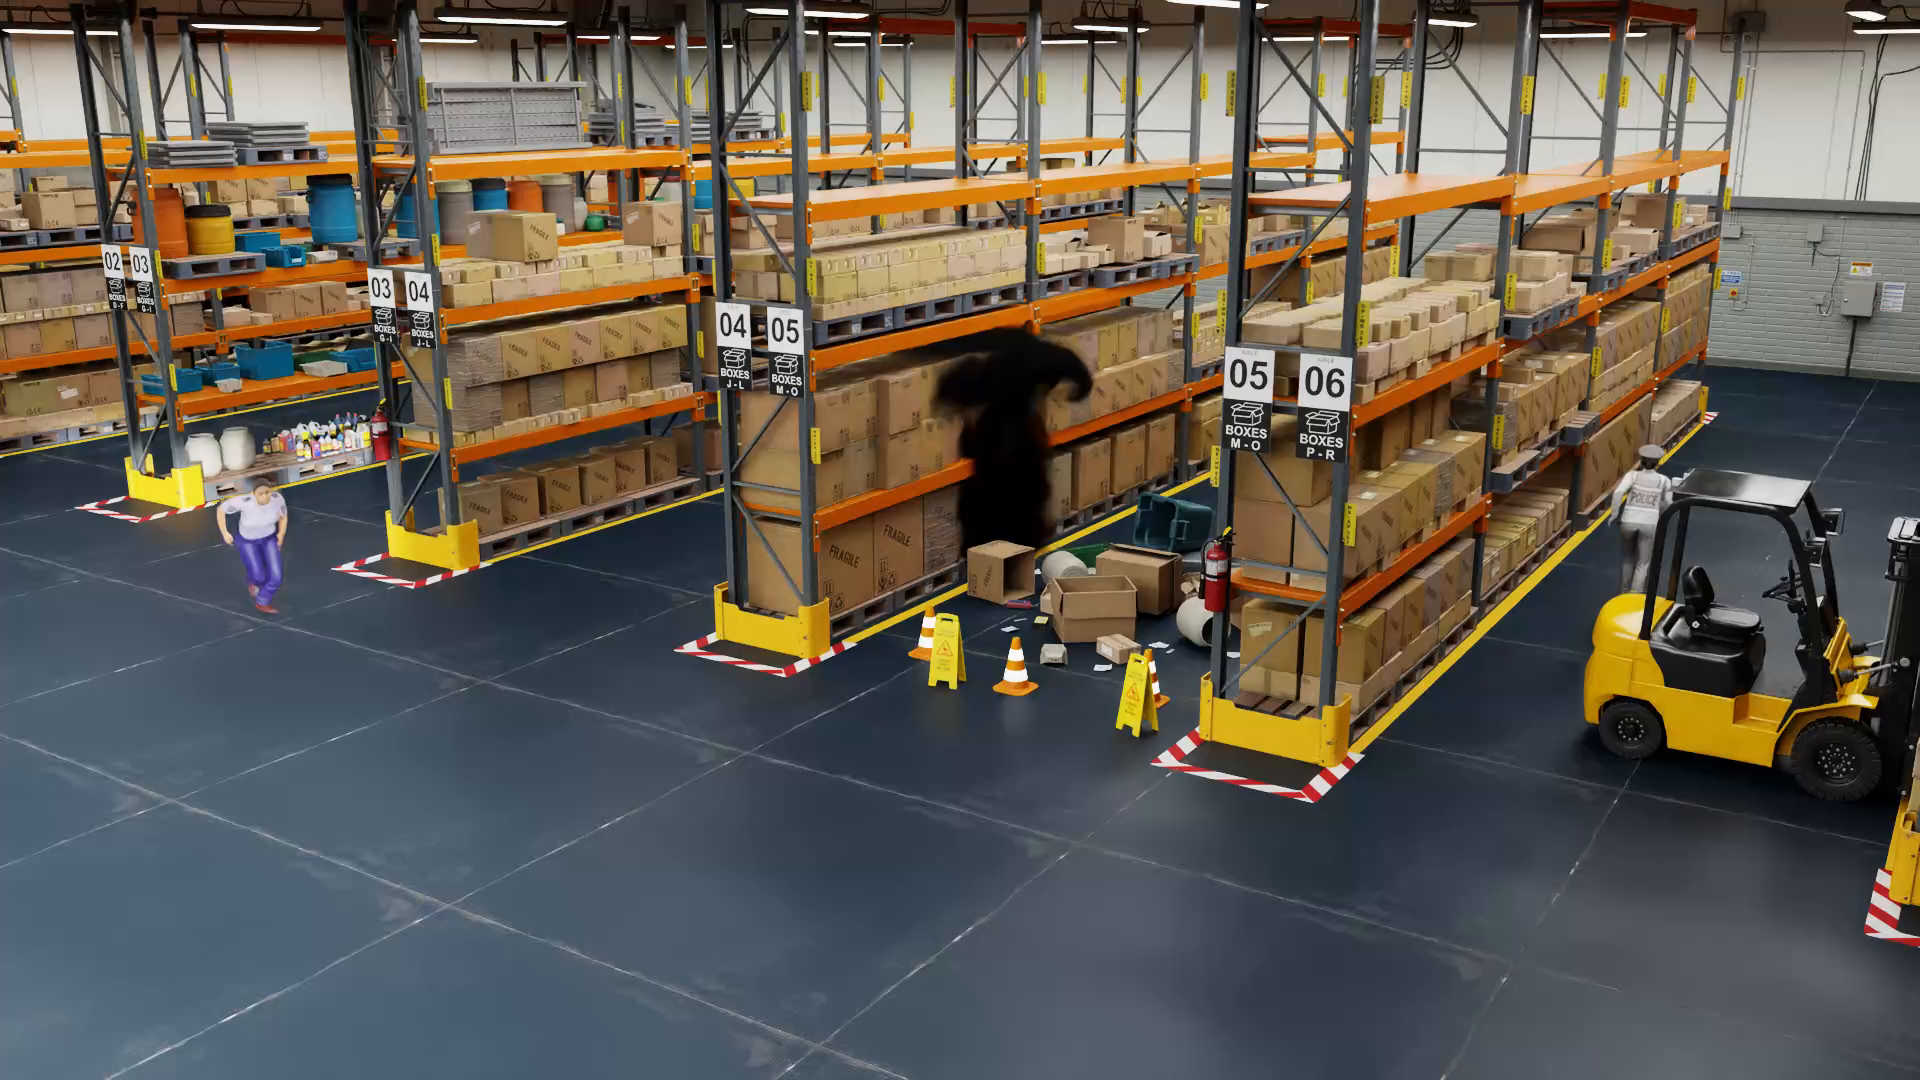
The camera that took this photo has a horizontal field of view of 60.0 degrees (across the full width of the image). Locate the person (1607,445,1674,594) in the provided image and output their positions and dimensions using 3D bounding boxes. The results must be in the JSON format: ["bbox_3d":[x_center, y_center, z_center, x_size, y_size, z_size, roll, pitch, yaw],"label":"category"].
[{"bbox_3d":[6.731,-0.139,16.459,0.597,1.548,0.913,8,18,27],"label":"person"}]

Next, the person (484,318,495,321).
[{"bbox_3d":[-7.749,-3.322,27.885,0.687,1.651,0.649,4,16,15],"label":"person"}]

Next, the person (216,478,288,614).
[{"bbox_3d":[-6.922,0.060,16.331,0.633,1.463,0.777,-12,19,-36],"label":"person"}]
